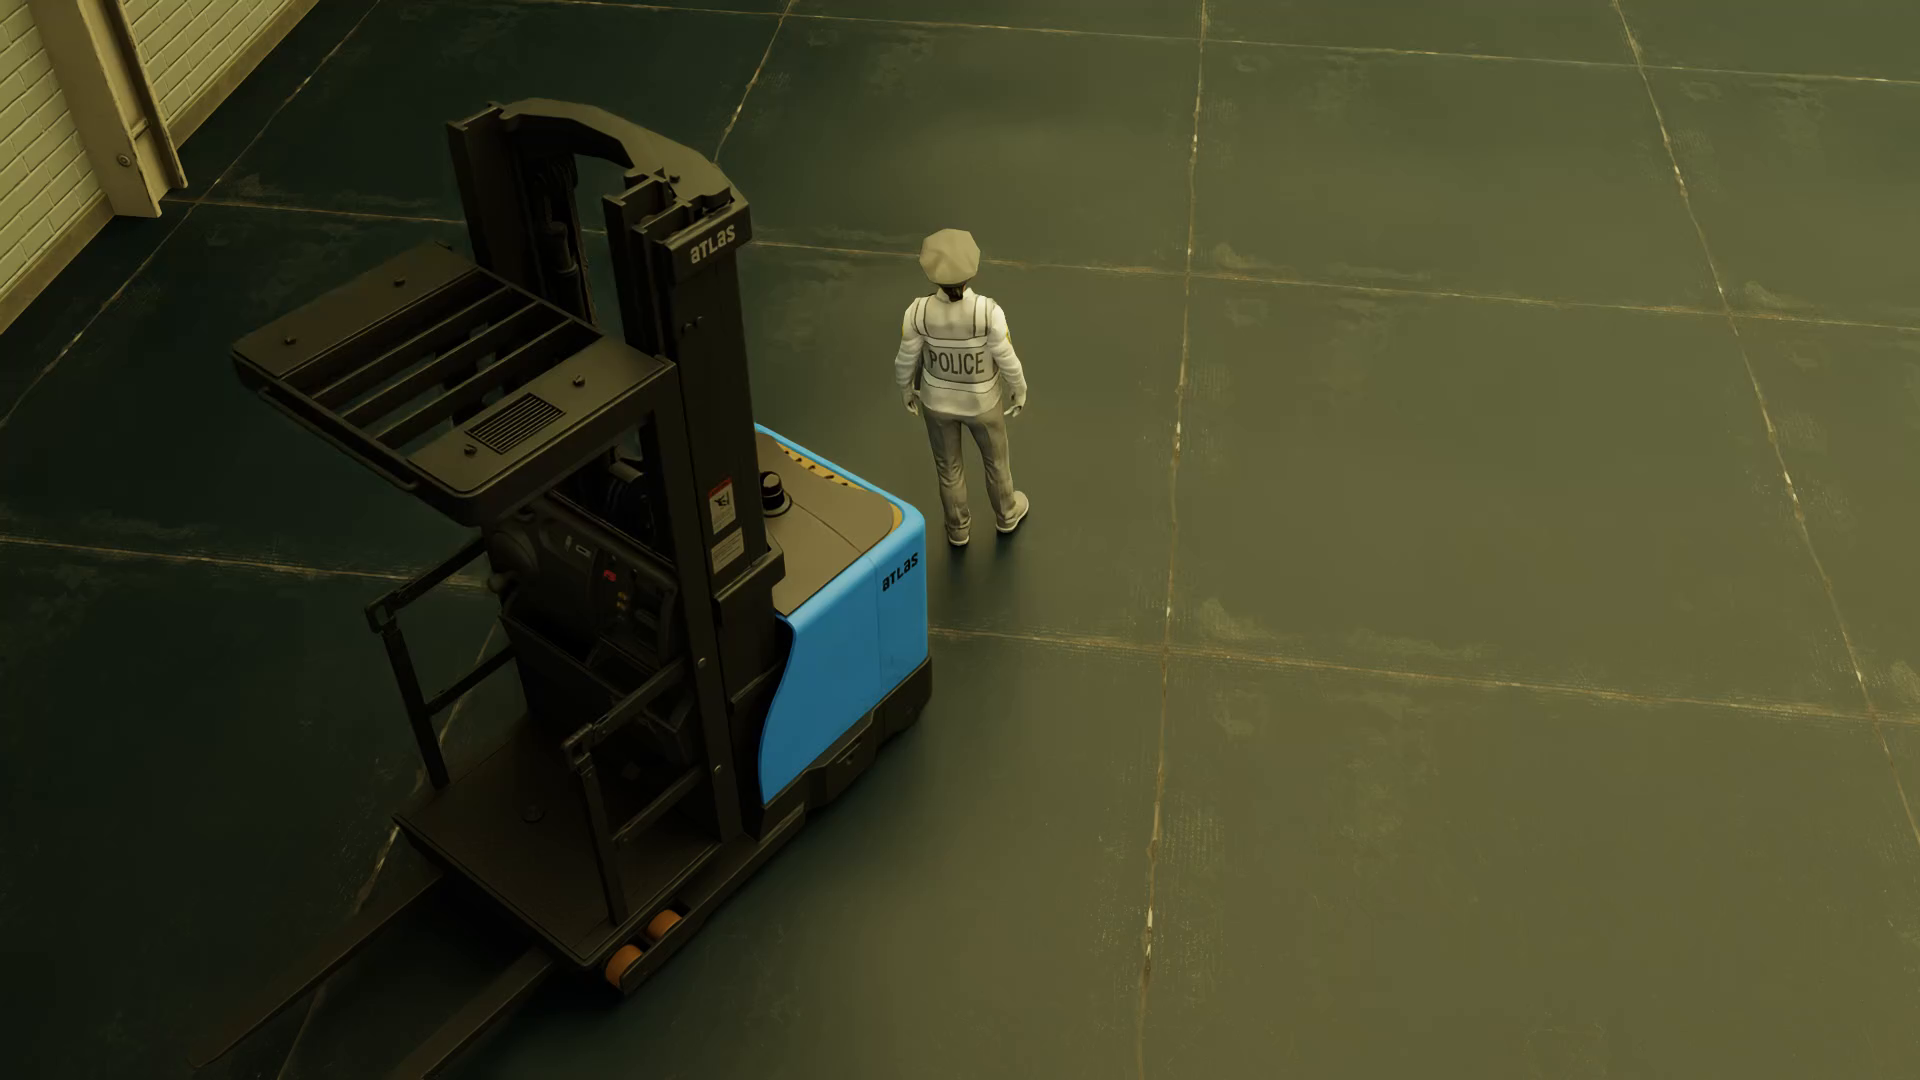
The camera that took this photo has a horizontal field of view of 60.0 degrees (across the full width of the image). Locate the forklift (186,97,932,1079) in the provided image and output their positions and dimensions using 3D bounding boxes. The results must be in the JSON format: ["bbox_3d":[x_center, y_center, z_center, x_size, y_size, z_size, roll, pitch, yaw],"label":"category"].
[{"bbox_3d":[-1.427,0.185,5.523,1.130,2.935,3.031,28,50,27],"label":"forklift"}]

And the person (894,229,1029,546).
[{"bbox_3d":[0.015,-0.674,7.361,0.588,1.697,0.533,5,43,6],"label":"person"}]
